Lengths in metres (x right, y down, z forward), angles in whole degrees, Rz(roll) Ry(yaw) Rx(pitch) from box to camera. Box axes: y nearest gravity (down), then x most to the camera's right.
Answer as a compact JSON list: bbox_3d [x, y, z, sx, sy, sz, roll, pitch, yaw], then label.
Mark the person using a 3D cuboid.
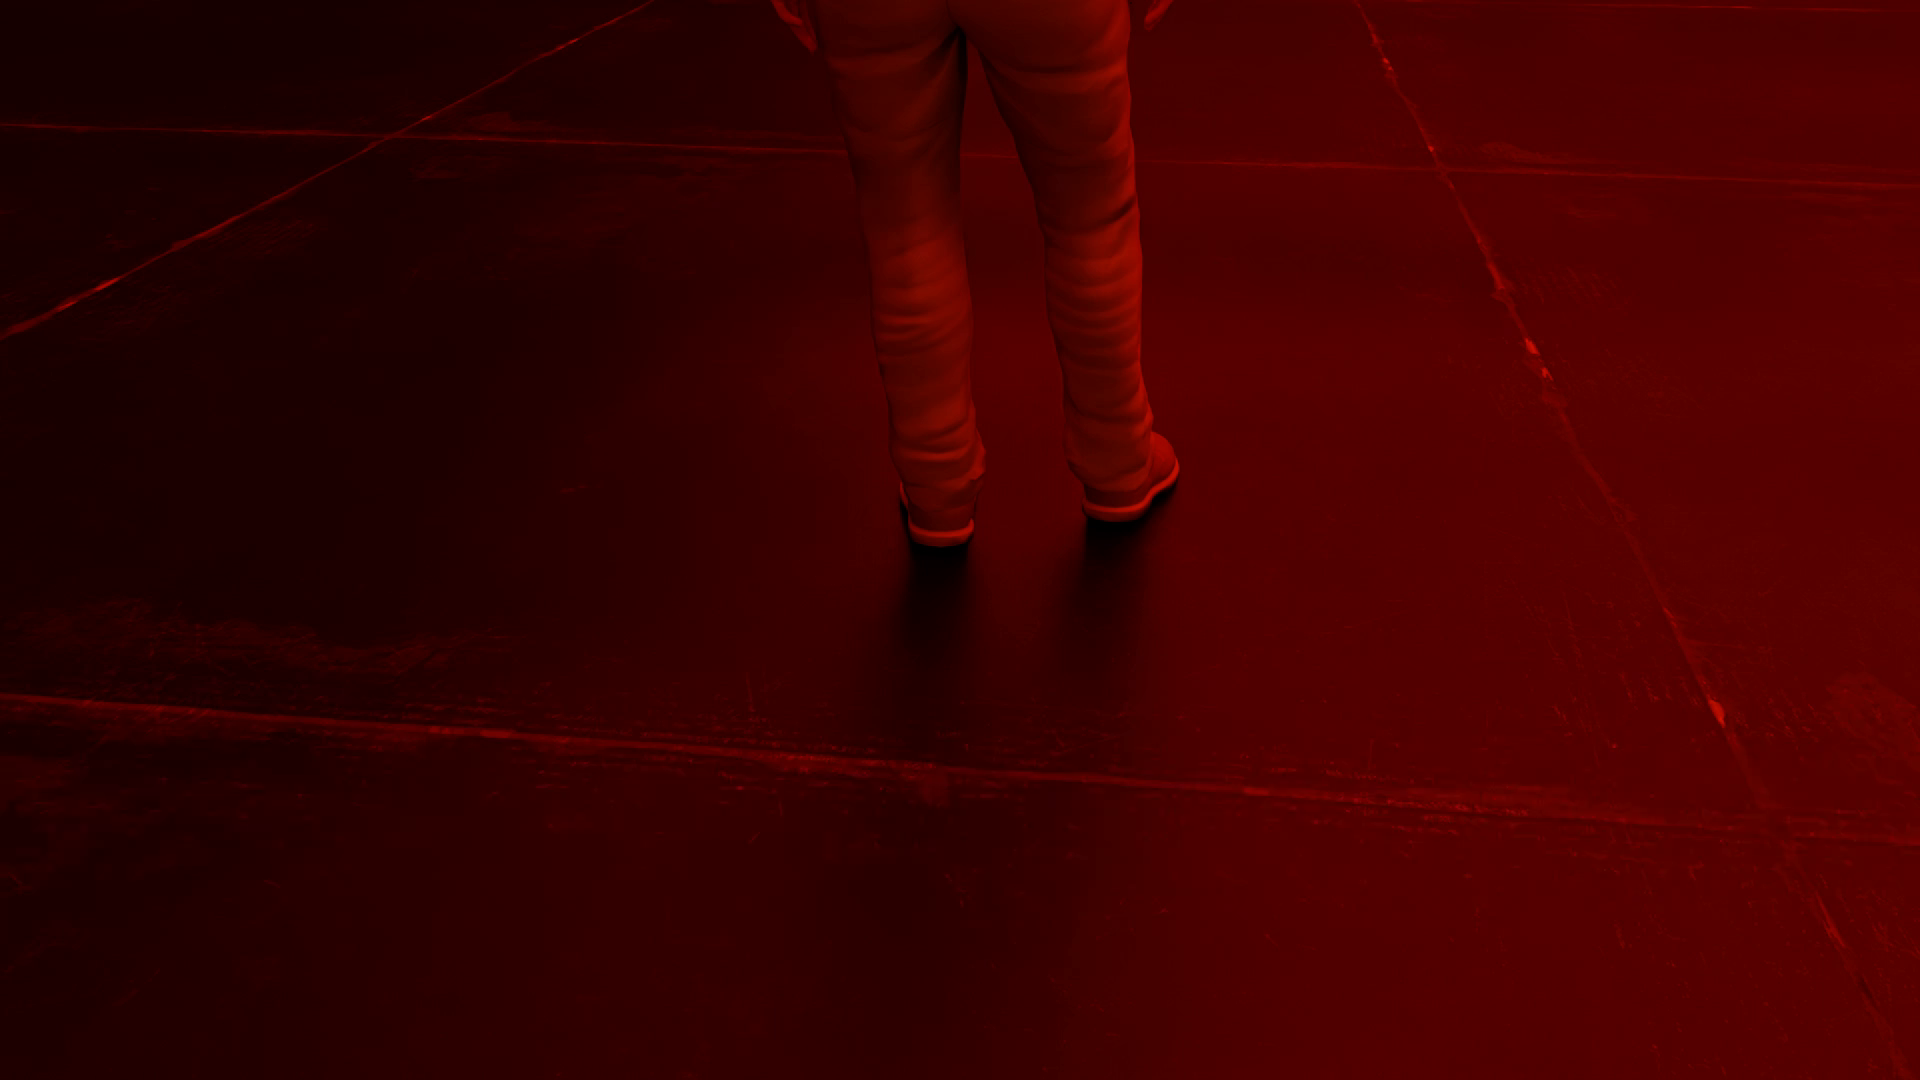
[{"bbox_3d":[0.033,-0.786,2.190,0.598,1.670,0.529,3,27,7],"label":"person"}]
